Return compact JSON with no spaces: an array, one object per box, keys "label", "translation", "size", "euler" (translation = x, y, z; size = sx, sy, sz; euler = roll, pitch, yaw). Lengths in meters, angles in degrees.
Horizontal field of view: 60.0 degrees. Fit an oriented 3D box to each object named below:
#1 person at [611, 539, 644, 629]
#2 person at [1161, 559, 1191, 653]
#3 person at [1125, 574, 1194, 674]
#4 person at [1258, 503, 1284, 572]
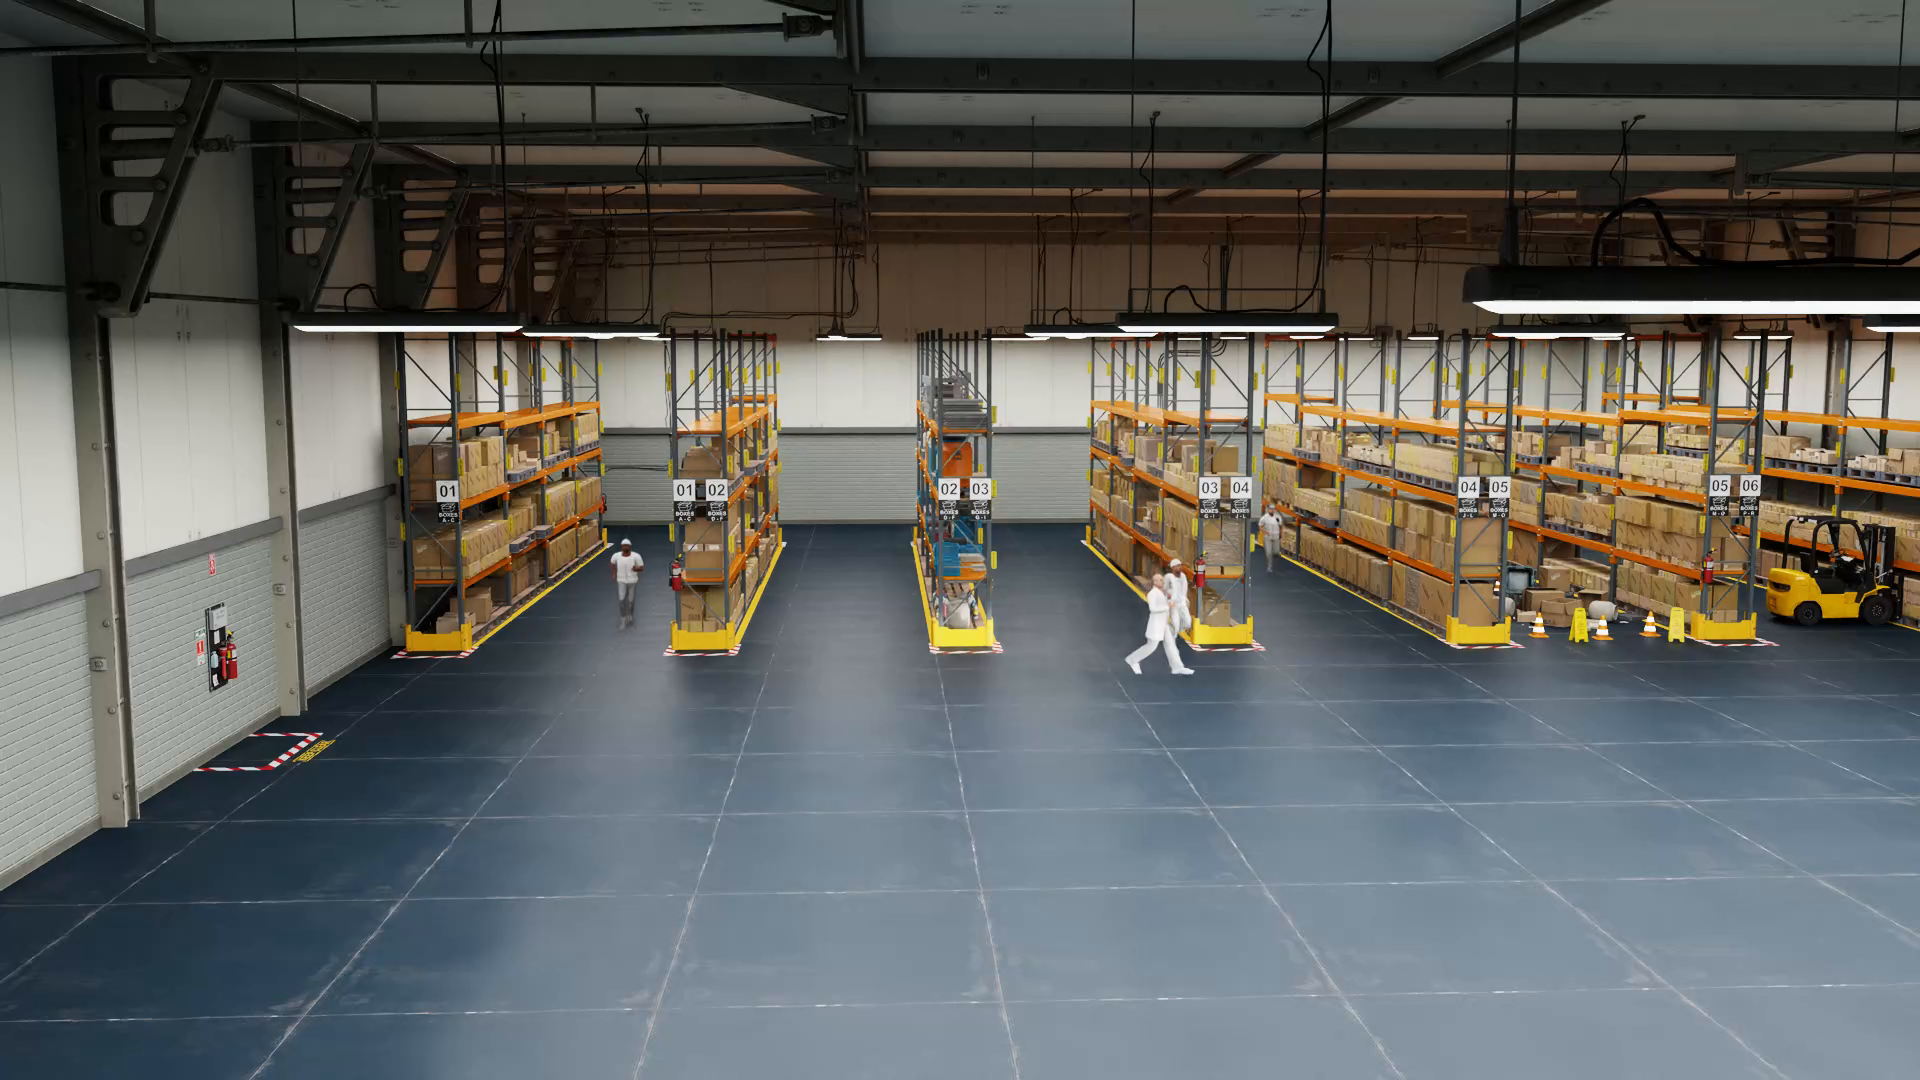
[{"label":"person","translation":[-6.753,0.883,33.751],"size":[0.671,1.826,0.746],"euler":[-1,7,-9]},{"label":"person","translation":[4.046,1.228,30.950],"size":[0.682,1.766,0.573],"euler":[-4,8,-32]},{"label":"person","translation":[3.435,1.445,28.522],"size":[1.177,1.739,0.735],"euler":[4,8,27]},{"label":"person","translation":[7.837,-0.057,41.815],"size":[0.663,1.742,0.573],"euler":[0,7,-1]}]
